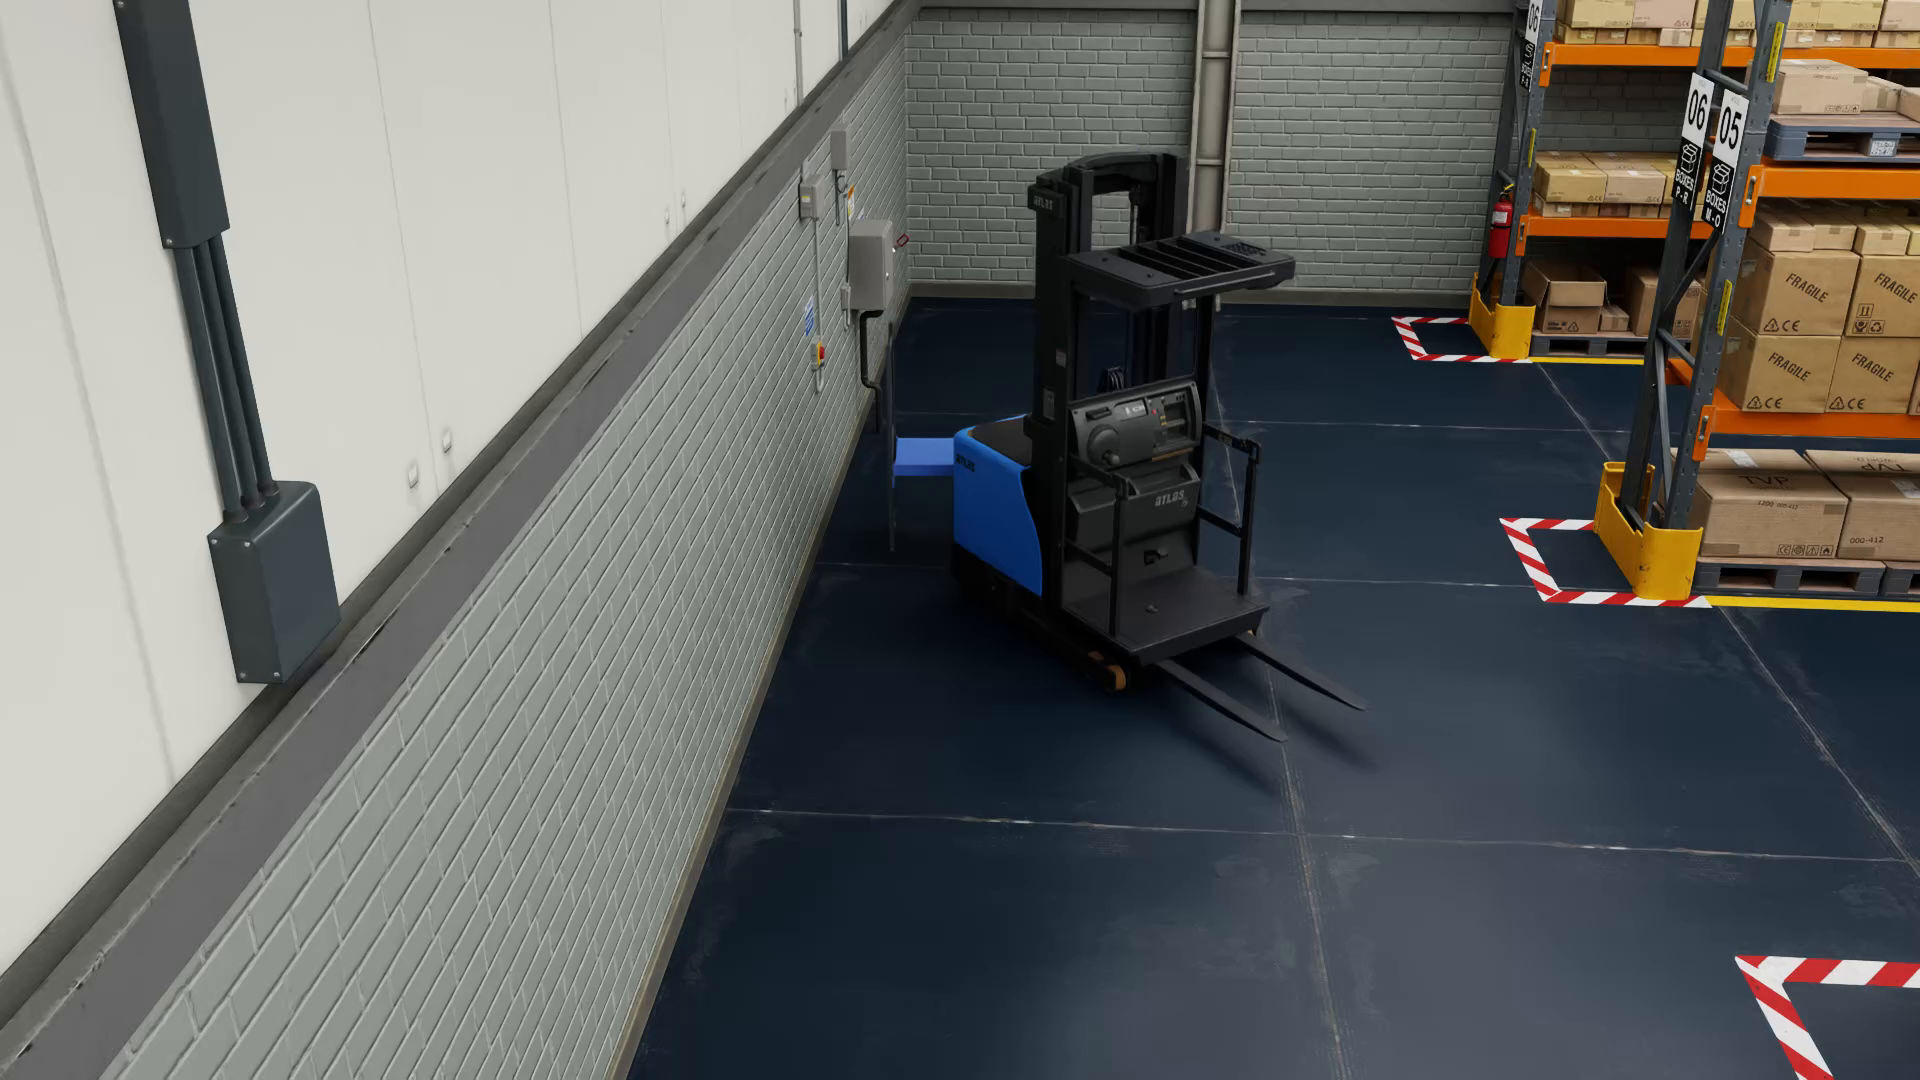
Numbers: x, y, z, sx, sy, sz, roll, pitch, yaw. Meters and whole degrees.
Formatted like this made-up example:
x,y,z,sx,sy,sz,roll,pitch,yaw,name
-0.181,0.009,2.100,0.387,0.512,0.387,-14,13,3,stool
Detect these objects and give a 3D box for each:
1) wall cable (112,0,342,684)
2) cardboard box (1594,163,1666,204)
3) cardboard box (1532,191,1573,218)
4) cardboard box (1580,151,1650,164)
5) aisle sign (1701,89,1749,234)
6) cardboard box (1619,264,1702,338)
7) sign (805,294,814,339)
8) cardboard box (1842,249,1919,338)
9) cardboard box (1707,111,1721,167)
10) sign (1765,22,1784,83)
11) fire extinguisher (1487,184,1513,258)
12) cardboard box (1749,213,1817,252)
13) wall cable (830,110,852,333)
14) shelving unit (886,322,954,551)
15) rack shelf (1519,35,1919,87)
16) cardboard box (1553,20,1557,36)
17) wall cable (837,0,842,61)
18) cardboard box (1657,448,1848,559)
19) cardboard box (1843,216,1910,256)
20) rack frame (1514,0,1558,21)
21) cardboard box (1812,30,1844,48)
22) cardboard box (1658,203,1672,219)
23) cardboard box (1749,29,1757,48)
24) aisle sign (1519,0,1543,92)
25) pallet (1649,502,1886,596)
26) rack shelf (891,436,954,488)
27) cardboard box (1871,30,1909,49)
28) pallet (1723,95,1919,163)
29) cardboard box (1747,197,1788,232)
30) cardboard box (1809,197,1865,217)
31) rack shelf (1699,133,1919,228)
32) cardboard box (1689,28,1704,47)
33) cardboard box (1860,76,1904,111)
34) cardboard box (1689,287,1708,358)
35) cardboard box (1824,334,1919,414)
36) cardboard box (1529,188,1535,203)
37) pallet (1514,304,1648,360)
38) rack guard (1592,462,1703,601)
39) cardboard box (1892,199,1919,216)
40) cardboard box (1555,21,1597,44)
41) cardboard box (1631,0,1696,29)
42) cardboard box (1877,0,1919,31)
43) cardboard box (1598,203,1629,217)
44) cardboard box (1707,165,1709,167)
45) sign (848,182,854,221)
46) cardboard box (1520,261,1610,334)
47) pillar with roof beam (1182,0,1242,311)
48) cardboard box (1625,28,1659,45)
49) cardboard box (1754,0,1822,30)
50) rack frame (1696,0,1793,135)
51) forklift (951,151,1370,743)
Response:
x,y,z,sx,sy,sz,roll,pitch,yaw,name
-1.447,-2.886,3.407,0.120,5.999,2.277,2,25,4,wall cable
5.997,-3.205,14.950,0.500,0.250,0.500,2,25,5,cardboard box
5.369,-3.042,15.072,0.250,0.149,0.380,2,25,4,cardboard box
6.055,-3.427,15.432,0.500,0.250,0.500,2,25,4,cardboard box
4.592,-2.274,9.994,0.004,0.787,0.394,2,25,4,aisle sign
6.514,-2.233,15.503,0.500,0.500,0.700,3,25,6,cardboard box
-1.003,-1.487,11.070,0.001,0.218,0.327,2,25,4,sign
5.659,-1.564,10.244,0.500,0.500,0.500,1,25,3,cardboard box
6.990,-3.514,14.724,0.500,0.500,0.500,2,25,5,cardboard box
4.638,-2.776,9.466,0.005,0.325,0.100,2,25,4,sign
4.880,-2.888,14.977,0.183,0.674,0.296,2,25,4,fire extinguisher
5.019,-1.879,10.154,0.250,0.149,0.380,2,25,5,cardboard box
-0.841,-2.435,12.239,0.122,1.984,0.588,2,25,4,wall cable
0.035,-0.707,11.493,1.048,1.500,0.538,0,25,0,shelving unit
7.057,-4.252,14.675,4.000,0.370,1.077,2,25,4,rack shelf
5.399,-4.615,14.904,0.250,0.149,0.380,2,25,5,cardboard box
-0.947,-4.315,10.362,0.029,3.000,2.355,2,25,4,wall cable
5.352,-0.259,11.287,0.875,0.438,0.875,1,25,2,cardboard box
5.536,-1.844,10.078,0.250,0.149,0.380,3,25,6,cardboard box
5.062,-6.006,14.037,0.127,3.000,1.000,2,25,4,rack frame
7.398,-4.347,14.321,0.250,0.149,0.380,2,25,5,cardboard box
6.404,-3.019,15.023,0.250,0.149,0.380,2,25,5,cardboard box
6.884,-4.333,14.289,0.250,0.149,0.380,2,25,4,cardboard box
4.972,-4.341,14.487,0.004,0.787,0.394,2,25,4,aisle sign
5.489,0.048,11.393,1.213,0.211,1.003,2,25,4,pallet
0.035,-0.544,11.568,1.000,0.185,0.538,0,25,0,rack shelf
7.914,-4.321,14.264,0.250,0.149,0.380,2,25,4,cardboard box
5.427,-2.515,10.144,1.213,0.211,1.003,2,25,4,pallet
5.059,-2.078,10.586,0.250,0.149,0.380,2,25,5,cardboard box
5.578,-2.107,10.648,0.250,0.149,0.380,2,25,3,cardboard box
6.680,-2.184,10.179,4.000,0.370,1.077,2,25,4,rack shelf
6.383,-4.353,14.334,0.250,0.149,0.380,2,25,4,cardboard box
5.566,-2.740,10.205,0.250,0.149,0.380,0,25,0,cardboard box
5.187,-1.352,10.980,0.500,0.500,0.500,2,25,4,cardboard box
5.649,-1.118,10.471,0.500,0.500,0.500,1,25,3,cardboard box
5.413,-3.268,15.564,0.250,0.149,0.380,2,25,3,cardboard box
5.933,-1.986,15.814,1.213,0.211,1.003,2,25,4,pallet
4.662,-0.077,11.319,0.348,0.500,1.175,2,25,4,rack guard
6.081,-2.044,10.511,0.250,0.149,0.380,2,25,4,cardboard box
5.362,-4.422,14.484,0.250,0.149,0.380,2,25,5,cardboard box
5.992,-4.575,14.338,0.500,0.250,0.500,2,25,5,cardboard box
8.031,-4.506,14.189,0.500,0.250,0.500,1,25,2,cardboard box
5.891,-3.059,15.110,0.250,0.149,0.380,2,25,3,cardboard box
7.014,-3.182,14.901,0.500,0.250,0.500,1,25,3,cardboard box
-0.842,-2.612,12.850,0.001,0.242,0.339,2,25,4,sign
5.665,-2.278,15.597,0.637,0.503,0.797,1,25,2,cardboard box
2.113,-4.674,11.142,0.400,9.000,9.100,2,25,4,pillar with roof beam
5.880,-4.409,14.456,0.250,0.149,0.380,2,25,4,cardboard box
7.019,-4.546,14.276,0.500,0.250,0.500,1,25,3,cardboard box
4.686,-3.937,9.541,0.127,3.000,1.000,2,25,4,rack frame
1.167,-0.657,9.671,1.130,2.935,3.031,-15,29,-30,forklift
